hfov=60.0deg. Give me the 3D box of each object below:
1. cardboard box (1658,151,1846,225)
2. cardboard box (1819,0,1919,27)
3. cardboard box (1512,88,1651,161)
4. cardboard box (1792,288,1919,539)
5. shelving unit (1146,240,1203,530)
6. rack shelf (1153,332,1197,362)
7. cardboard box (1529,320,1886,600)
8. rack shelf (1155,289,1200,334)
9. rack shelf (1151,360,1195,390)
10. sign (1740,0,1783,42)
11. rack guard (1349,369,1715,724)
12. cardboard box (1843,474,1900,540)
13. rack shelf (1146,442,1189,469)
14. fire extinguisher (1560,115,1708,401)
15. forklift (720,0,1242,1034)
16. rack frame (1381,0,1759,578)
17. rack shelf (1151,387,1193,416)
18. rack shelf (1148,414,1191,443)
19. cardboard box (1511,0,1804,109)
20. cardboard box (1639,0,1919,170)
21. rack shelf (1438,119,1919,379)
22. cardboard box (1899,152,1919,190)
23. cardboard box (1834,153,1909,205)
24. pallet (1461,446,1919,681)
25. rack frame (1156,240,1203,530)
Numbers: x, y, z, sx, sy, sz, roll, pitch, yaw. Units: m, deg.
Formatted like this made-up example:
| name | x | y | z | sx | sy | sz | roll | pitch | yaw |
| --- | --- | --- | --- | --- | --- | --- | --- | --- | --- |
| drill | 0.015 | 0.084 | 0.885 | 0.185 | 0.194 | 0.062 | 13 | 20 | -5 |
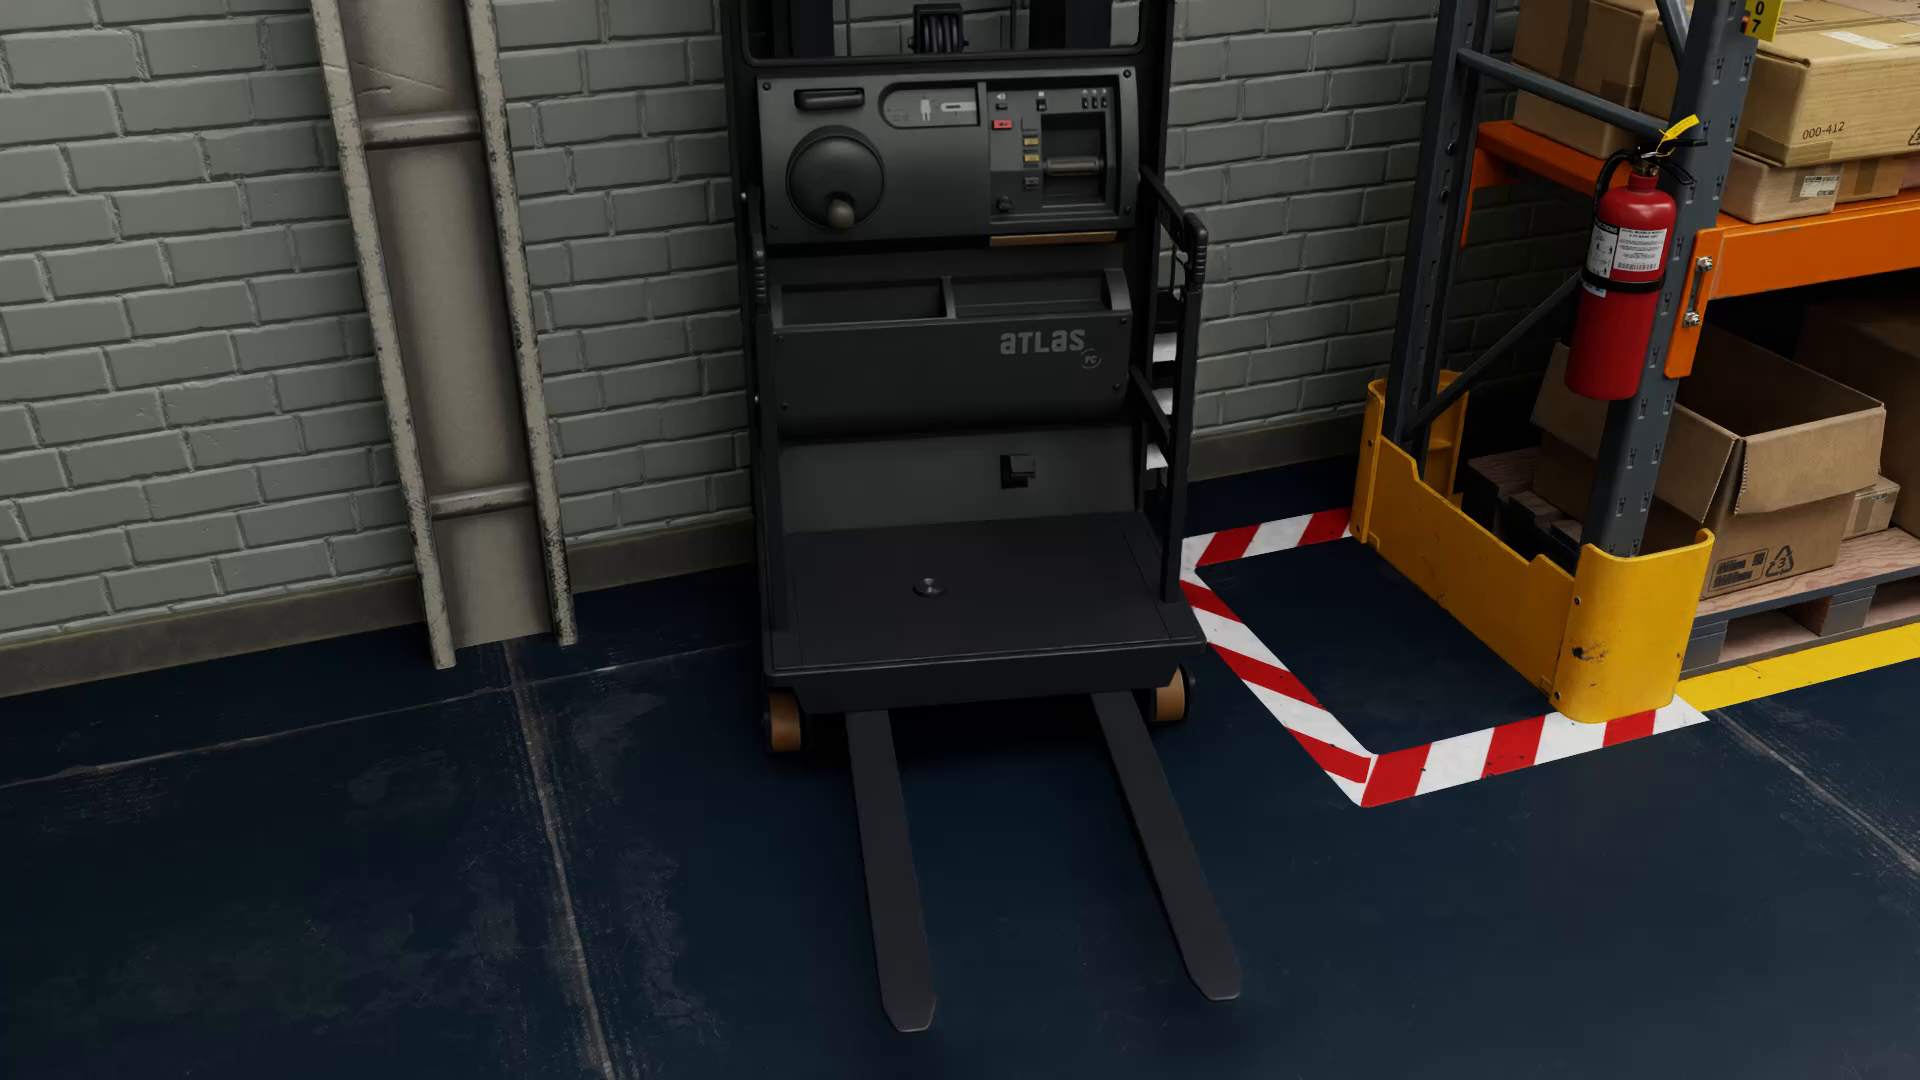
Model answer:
| name | x | y | z | sx | sy | sz | roll | pitch | yaw |
| --- | --- | --- | --- | --- | --- | --- | --- | --- | --- |
| cardboard box | 1.919 | -0.916 | 4.081 | 0.250 | 0.149 | 0.380 | -11 | 31 | -18 |
| cardboard box | 2.507 | -1.200 | 4.177 | 0.500 | 0.250 | 0.500 | -10 | 31 | -17 |
| cardboard box | 1.733 | -1.168 | 4.523 | 0.250 | 0.149 | 0.380 | -11 | 31 | -18 |
| cardboard box | 2.937 | -0.383 | 4.993 | 0.500 | 0.500 | 0.700 | -9 | 31 | -16 |
| shelving unit | 0.584 | -0.467 | 5.160 | 0.210 | 0.900 | 0.258 | -8 | 31 | -13 |
| rack shelf | 0.584 | -0.594 | 5.088 | 0.200 | 0.077 | 0.258 | -8 | 31 | -13 |
| cardboard box | 2.122 | -0.255 | 4.764 | 0.637 | 0.503 | 0.797 | -12 | 32 | -20 |
| rack shelf | 0.584 | -0.672 | 5.043 | 0.200 | 0.077 | 0.258 | -8 | 31 | -13 |
| rack shelf | 0.584 | -0.516 | 5.132 | 0.200 | 0.077 | 0.258 | -8 | 31 | -13 |
| sign | 1.705 | -1.220 | 3.486 | 0.005 | 0.325 | 0.100 | -10 | 31 | -18 |
| rack guard | 1.587 | -0.022 | 4.784 | 0.348 | 0.500 | 1.175 | -10 | 31 | -18 |
| cardboard box | 2.534 | -0.156 | 4.949 | 0.250 | 0.149 | 0.380 | -12 | 32 | -20 |
| rack shelf | 0.584 | -0.282 | 5.266 | 0.200 | 0.077 | 0.258 | -8 | 31 | -13 |
| fire extinguisher | 1.539 | -0.660 | 3.833 | 0.183 | 0.674 | 0.296 | -10 | 31 | -18 |
| forklift | 0.008 | -0.909 | 3.884 | 1.130 | 2.935 | 3.031 | -4 | 30 | -7 |
| rack frame | 1.516 | -1.095 | 4.142 | 0.127 | 3.000 | 1.000 | -10 | 31 | -18 |
| rack shelf | 0.584 | -0.438 | 5.177 | 0.200 | 0.077 | 0.258 | -8 | 31 | -13 |
| rack shelf | 0.584 | -0.360 | 5.221 | 0.200 | 0.077 | 0.258 | -8 | 31 | -13 |
| cardboard box | 1.854 | -1.362 | 4.461 | 0.500 | 0.250 | 0.500 | -10 | 31 | -16 |
| cardboard box | 2.035 | -1.113 | 4.024 | 0.500 | 0.250 | 0.500 | -10 | 31 | -17 |
| rack shelf | 3.390 | -1.128 | 4.926 | 4.000 | 0.370 | 1.077 | -10 | 31 | -18 |
| cardboard box | 2.376 | -1.042 | 4.303 | 0.250 | 0.149 | 0.380 | -11 | 31 | -18 |
| cardboard box | 2.141 | -0.981 | 4.195 | 0.250 | 0.149 | 0.380 | -10 | 31 | -16 |
| pallet | 2.334 | -0.035 | 5.098 | 1.213 | 0.211 | 1.003 | -10 | 31 | -18 |
| rack frame | 0.682 | -0.480 | 5.183 | 0.006 | 0.900 | 0.240 | -8 | 31 | -13 |
